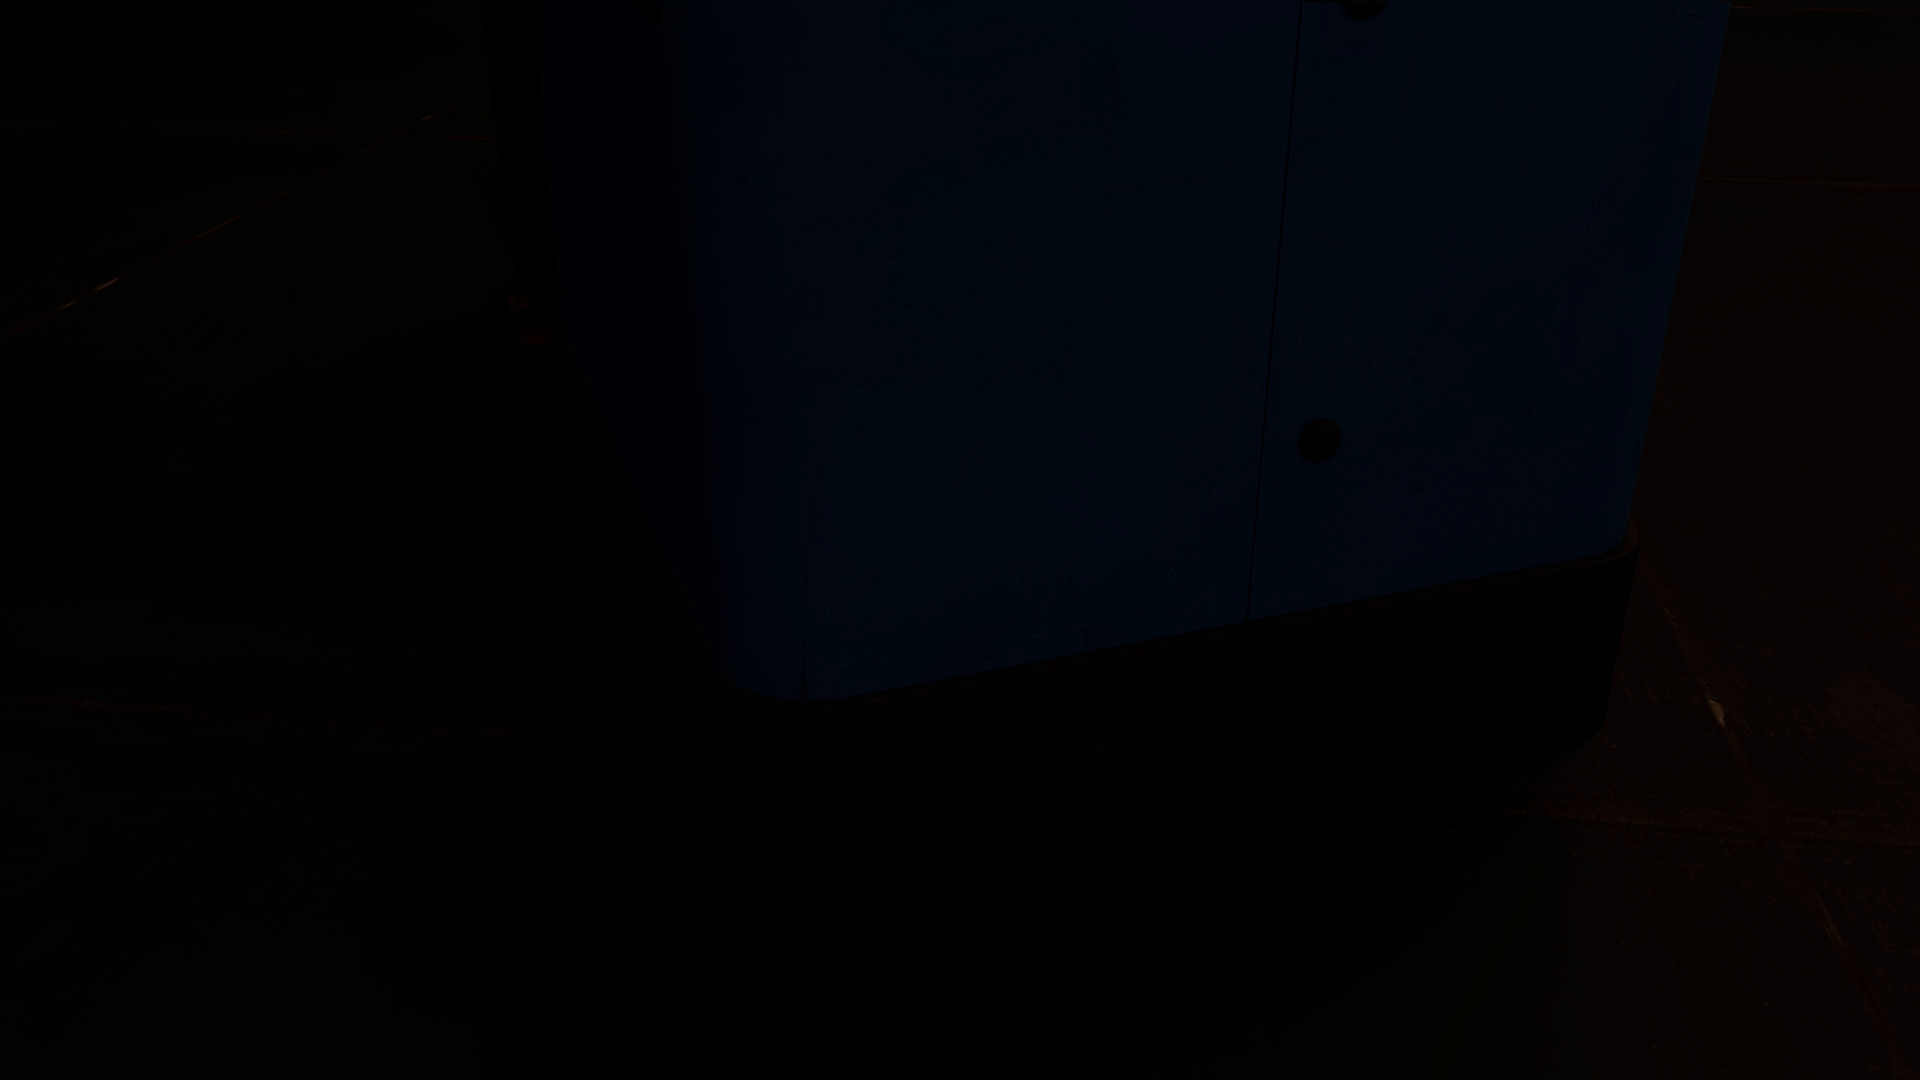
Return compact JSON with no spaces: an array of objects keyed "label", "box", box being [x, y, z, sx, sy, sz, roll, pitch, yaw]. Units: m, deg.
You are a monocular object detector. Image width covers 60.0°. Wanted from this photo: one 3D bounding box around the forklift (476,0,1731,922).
[{"label":"forklift","box":[-0.234,-1.580,2.385,1.130,2.935,3.031,-9,28,-18]}]
